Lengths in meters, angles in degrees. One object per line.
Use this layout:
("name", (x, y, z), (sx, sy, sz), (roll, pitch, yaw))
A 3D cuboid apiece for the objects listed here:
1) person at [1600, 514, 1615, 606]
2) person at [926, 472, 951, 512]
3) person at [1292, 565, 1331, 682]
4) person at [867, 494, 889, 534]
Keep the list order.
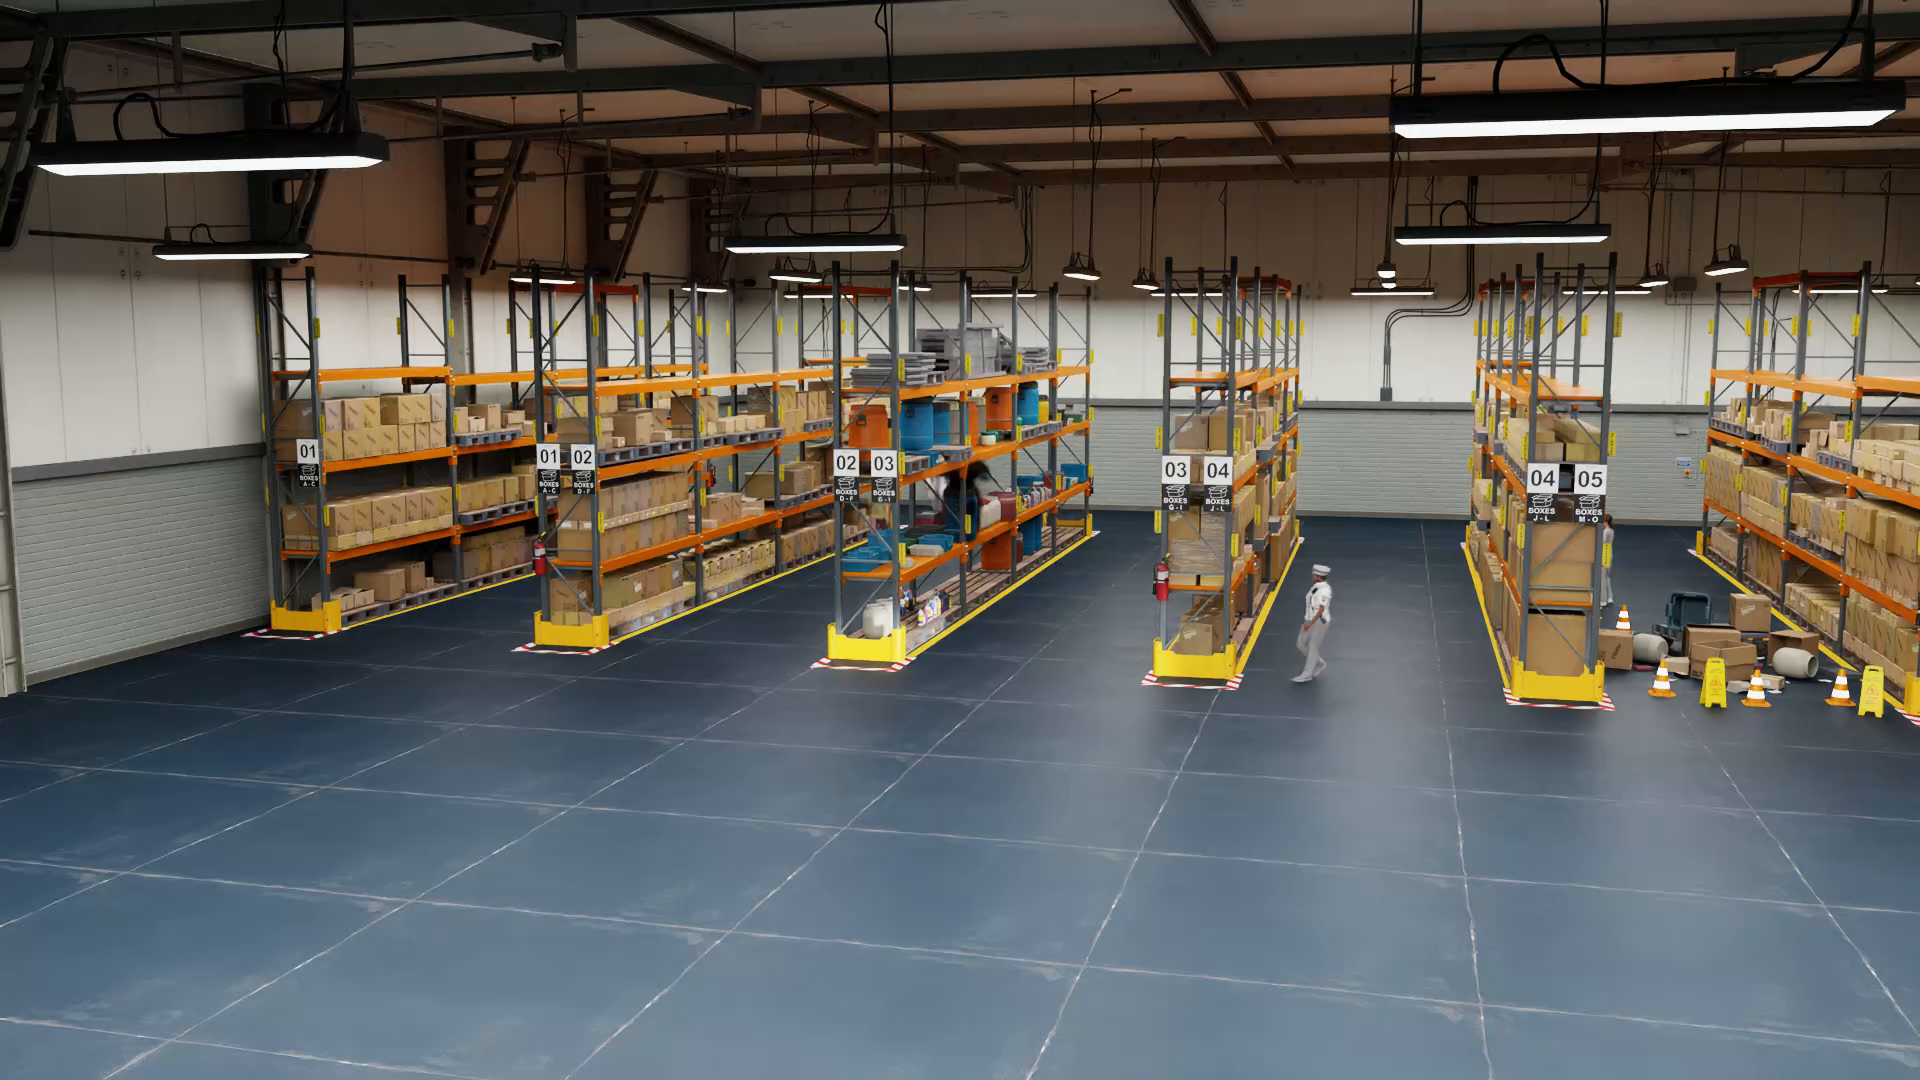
("person", (11.733, 0.347, 30.259), (0.635, 1.674, 0.338), (-6, 9, -40))
("person", (-0.577, -1.335, 43.082), (0.626, 1.728, 1.097), (1, 7, 5))
("person", (5.008, 1.179, 23.659), (0.595, 1.658, 0.501), (-3, 8, -19))
("person", (-1.845, -0.502, 37.097), (0.560, 1.622, 1.064), (1, 7, 11))
